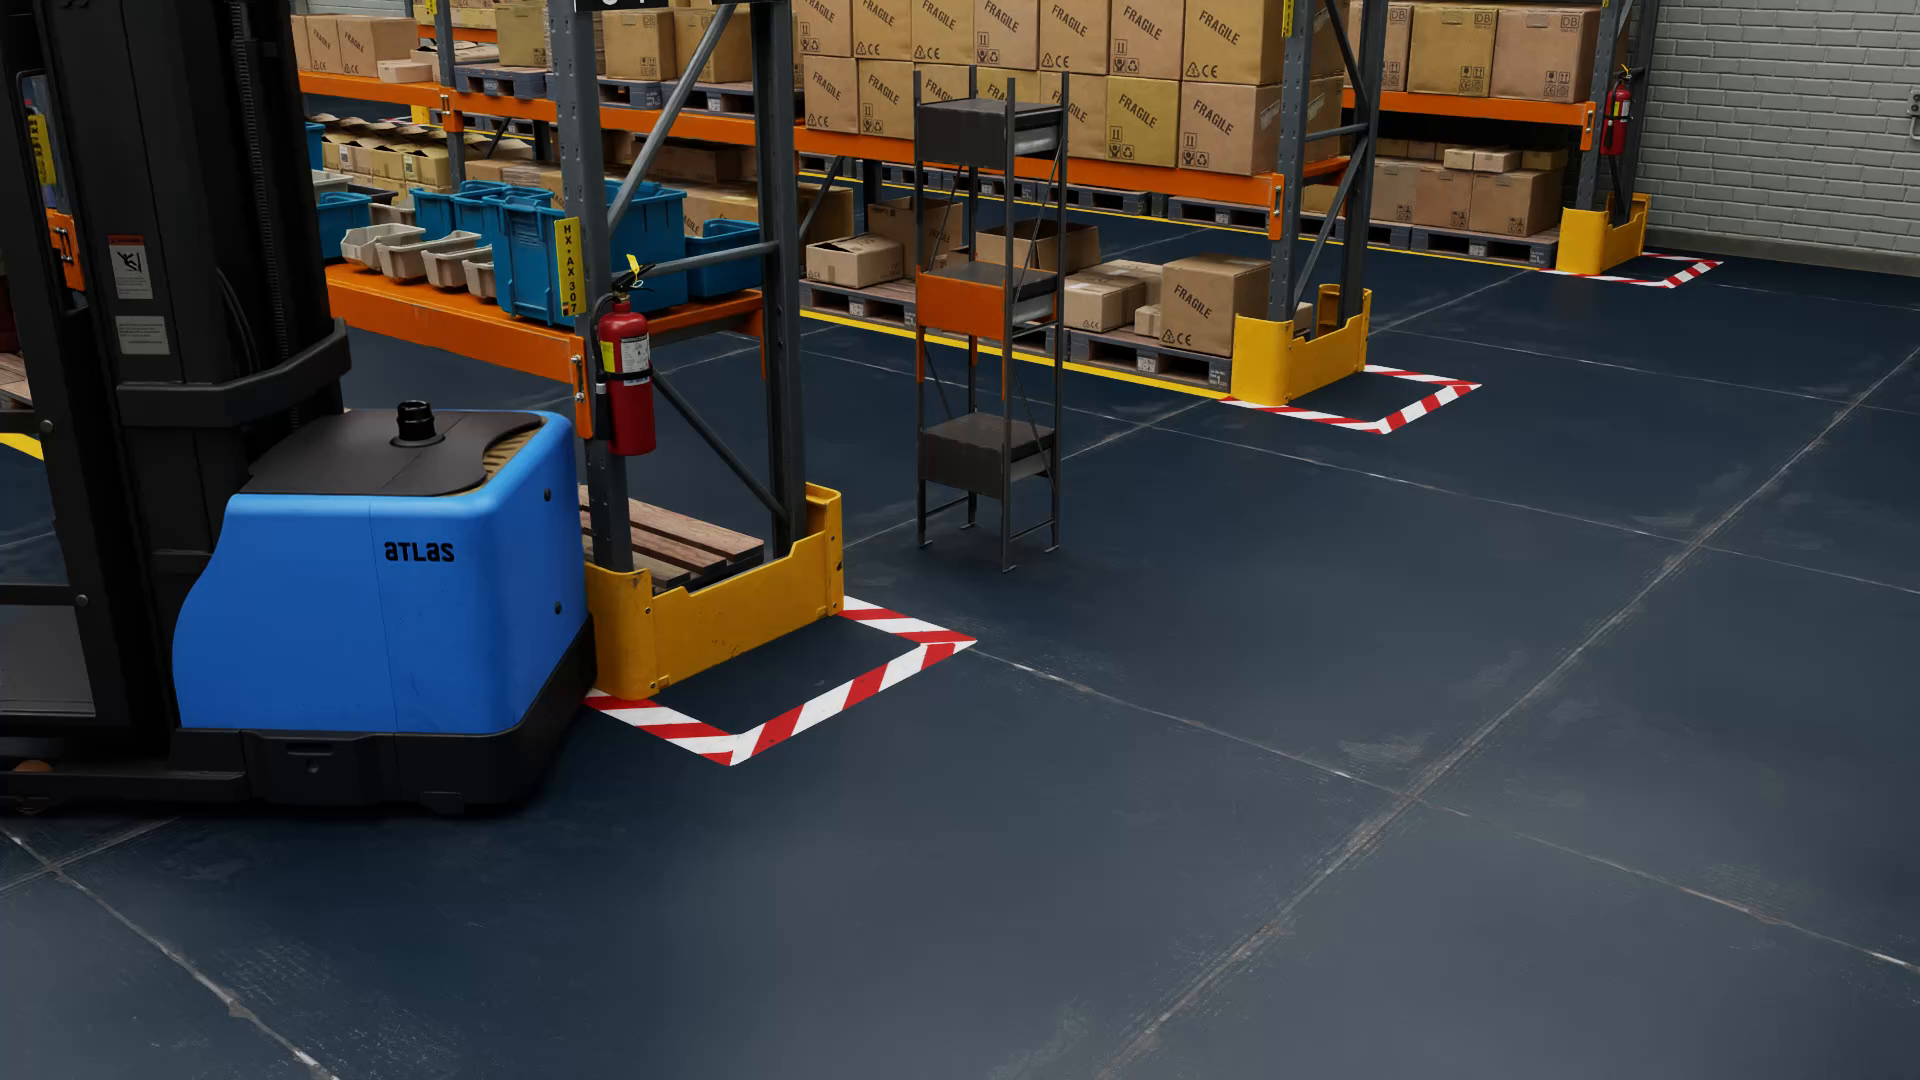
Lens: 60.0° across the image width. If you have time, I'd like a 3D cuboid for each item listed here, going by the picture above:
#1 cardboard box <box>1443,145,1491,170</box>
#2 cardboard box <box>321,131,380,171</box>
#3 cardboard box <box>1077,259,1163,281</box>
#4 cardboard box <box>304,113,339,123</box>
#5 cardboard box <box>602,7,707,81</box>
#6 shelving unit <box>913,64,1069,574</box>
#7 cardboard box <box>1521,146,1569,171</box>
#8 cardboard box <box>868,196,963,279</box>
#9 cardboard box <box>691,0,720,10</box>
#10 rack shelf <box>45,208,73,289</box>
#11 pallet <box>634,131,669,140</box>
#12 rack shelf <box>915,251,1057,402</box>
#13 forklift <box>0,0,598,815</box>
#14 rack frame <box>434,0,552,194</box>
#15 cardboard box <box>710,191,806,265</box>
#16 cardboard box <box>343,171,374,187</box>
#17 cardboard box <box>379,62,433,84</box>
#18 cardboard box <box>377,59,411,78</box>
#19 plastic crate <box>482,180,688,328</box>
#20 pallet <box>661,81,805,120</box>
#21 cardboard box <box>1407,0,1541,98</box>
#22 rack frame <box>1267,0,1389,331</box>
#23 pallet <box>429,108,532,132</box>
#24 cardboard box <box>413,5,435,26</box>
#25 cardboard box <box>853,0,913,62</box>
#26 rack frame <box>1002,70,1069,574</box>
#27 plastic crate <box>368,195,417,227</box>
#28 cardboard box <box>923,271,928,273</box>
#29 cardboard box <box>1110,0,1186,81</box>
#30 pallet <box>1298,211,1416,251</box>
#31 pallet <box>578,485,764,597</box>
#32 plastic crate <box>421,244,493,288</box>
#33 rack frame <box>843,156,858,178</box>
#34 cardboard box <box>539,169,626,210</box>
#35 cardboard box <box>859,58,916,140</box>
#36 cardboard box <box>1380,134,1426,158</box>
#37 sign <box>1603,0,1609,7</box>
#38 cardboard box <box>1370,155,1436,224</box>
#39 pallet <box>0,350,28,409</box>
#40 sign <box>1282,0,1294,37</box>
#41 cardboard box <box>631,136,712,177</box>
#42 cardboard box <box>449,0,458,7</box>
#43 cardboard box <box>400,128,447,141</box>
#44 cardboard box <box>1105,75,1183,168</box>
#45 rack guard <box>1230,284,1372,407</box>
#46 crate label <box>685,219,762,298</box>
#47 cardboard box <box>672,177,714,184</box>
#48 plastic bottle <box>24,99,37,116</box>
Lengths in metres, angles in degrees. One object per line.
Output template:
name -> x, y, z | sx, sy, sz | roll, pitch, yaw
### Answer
cardboard box -> 4.260, -3.206, 13.947 | 0.250, 0.149, 0.380 | 17, 26, 38
cardboard box -> -5.792, -3.703, 15.743 | 0.500, 0.311, 0.500 | 17, 26, 38
cardboard box -> 1.133, -1.697, 11.192 | 0.500, 0.250, 0.500 | 16, 26, 36
cardboard box -> -6.652, -4.194, 17.045 | 0.500, 0.311, 0.500 | 16, 26, 36
cardboard box -> -2.357, -3.869, 12.941 | 0.500, 0.500, 0.700 | 9, 23, 23
shelving unit -> 0.128, -0.946, 7.200 | 0.503, 2.100, 0.431 | 16, 26, 36
cardboard box -> 4.897, -3.197, 13.924 | 0.250, 0.149, 0.380 | 16, 26, 37
cardboard box -> -0.328, -2.235, 12.264 | 0.500, 0.500, 0.500 | 16, 26, 36
cardboard box -> -2.687, -6.253, 19.234 | 0.700, 0.500, 0.500 | -18, 27, -39
rack shelf -> -5.634, -2.005, 9.754 | 4.000, 0.370, 1.077 | 16, 26, 36
pallet -> -3.414, -4.910, 20.390 | 1.213, 0.211, 1.003 | 16, 26, 36
rack shelf -> 0.128, -0.933, 7.205 | 0.480, 0.518, 0.431 | 16, 26, 36
forklift -> -2.871, -0.679, 5.315 | 3.031, 2.935, 1.130 | 1, 21, 3
rack frame -> -4.048, -4.141, 14.398 | 0.127, 3.000, 1.000 | 16, 26, 36
cardboard box -> -1.513, -2.317, 12.479 | 0.500, 0.500, 0.500 | 16, 26, 36
cardboard box -> -5.399, -3.329, 15.546 | 0.500, 0.250, 0.500 | 17, 26, 37
cardboard box -> -4.920, -4.149, 14.774 | 0.250, 0.149, 0.380 | 16, 26, 36
cardboard box -> -5.072, -4.293, 15.156 | 0.250, 0.149, 0.380 | 19, 27, 40
plastic crate -> -1.363, -1.071, 6.123 | 0.499, 0.435, 0.616 | 16, 26, 36
pallet -> -1.499, -3.367, 12.618 | 1.213, 0.211, 1.003 | 16, 26, 36
cardboard box -> 4.307, -4.122, 13.922 | 0.700, 0.700, 0.980 | 16, 26, 36
rack frame -> 2.150, -2.356, 9.665 | 0.127, 3.000, 1.000 | 16, 26, 36
pallet -> -6.451, -5.768, 22.665 | 1.213, 0.211, 1.003 | 16, 26, 36
cardboard box -> -6.939, -7.024, 22.229 | 0.500, 0.250, 0.500 | 15, 25, 35
cardboard box -> -0.362, -3.466, 11.050 | 0.500, 0.500, 0.500 | 15, 25, 35
rack frame -> 0.317, -0.891, 7.055 | 0.015, 2.100, 0.400 | 16, 26, 36
plastic crate -> -2.545, -1.494, 7.667 | 0.466, 0.136, 0.293 | 16, 26, 36
cardboard box -> -0.084, -1.786, 11.544 | 0.250, 0.166, 0.380 | 16, 26, 36
cardboard box -> 1.239, -3.007, 9.834 | 0.500, 0.500, 0.500 | 17, 26, 38
pallet -> 3.669, -2.836, 14.889 | 1.213, 0.211, 1.003 | 16, 26, 36
pallet -> -1.600, 0.107, 7.085 | 1.213, 0.211, 1.003 | 16, 26, 36
plastic crate -> -1.947, -1.109, 6.646 | 0.243, 0.136, 0.396 | 16, 26, 36
rack frame -> -0.919, -5.496, 17.991 | 0.127, 3.000, 1.000 | 16, 26, 36
cardboard box -> -3.082, -2.769, 13.679 | 0.500, 0.500, 0.500 | 16, 26, 36
cardboard box -> -0.328, -2.994, 11.215 | 0.500, 0.500, 0.500 | 17, 26, 37
cardboard box -> 3.913, -3.480, 14.672 | 0.250, 0.149, 0.380 | 16, 26, 37
sign -> 4.925, -4.219, 12.627 | 0.005, 0.325, 0.100 | 16, 26, 36
cardboard box -> 3.896, -3.091, 14.560 | 0.500, 0.500, 0.700 | 15, 25, 35
pallet -> -5.605, -1.046, 10.144 | 1.213, 0.211, 1.003 | 16, 26, 36
sign -> 1.783, -2.899, 9.015 | 0.005, 0.325, 0.100 | 16, 26, 36
cardboard box -> -2.334, -3.145, 13.614 | 0.500, 0.250, 0.500 | 15, 26, 35
cardboard box -> -6.560, -7.269, 21.815 | 0.500, 0.500, 0.500 | 16, 26, 36
cardboard box -> -5.074, -3.740, 15.841 | 0.500, 0.311, 0.500 | 15, 25, 35
cardboard box -> 1.227, -2.543, 10.020 | 0.500, 0.500, 0.500 | 16, 26, 37
rack guard -> 2.091, -1.204, 10.151 | 0.348, 0.500, 1.175 | 16, 26, 36
crate label -> -0.968, -1.098, 6.481 | 0.303, 0.233, 0.416 | 16, 26, 36
cardboard box -> -1.973, -2.689, 13.467 | 0.500, 0.500, 0.500 | 16, 26, 37
plastic bottle -> -5.617, -2.489, 10.088 | 0.185, 0.351, 0.144 | 16, 26, 36
